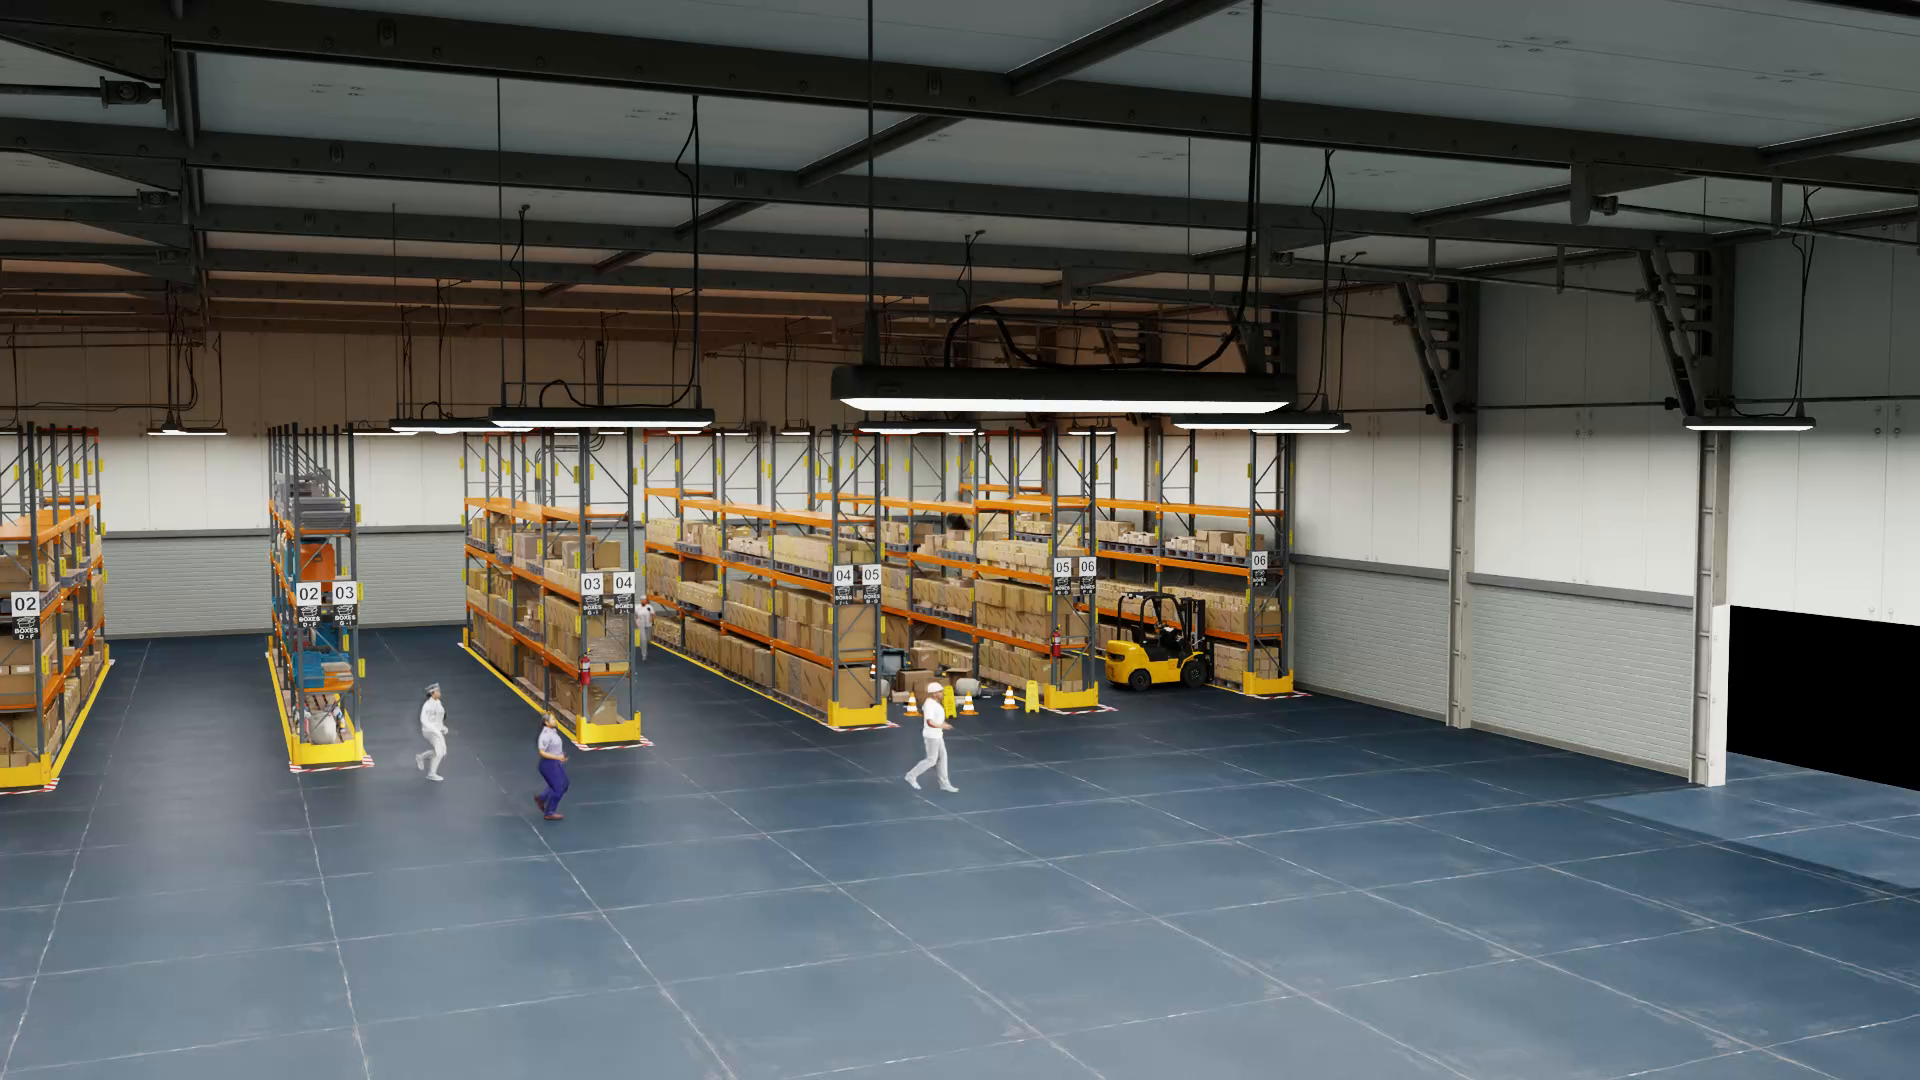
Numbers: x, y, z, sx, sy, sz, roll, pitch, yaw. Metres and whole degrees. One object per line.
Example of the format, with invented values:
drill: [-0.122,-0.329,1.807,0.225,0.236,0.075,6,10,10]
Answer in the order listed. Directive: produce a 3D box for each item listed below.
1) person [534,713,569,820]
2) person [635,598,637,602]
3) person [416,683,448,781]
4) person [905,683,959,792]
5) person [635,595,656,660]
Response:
person: [-6.146,3.395,24.998,0.559,1.596,0.603,0,3,-2]
person: [-9.853,2.001,48.741,0.591,1.531,0.665,-2,4,-28]
person: [-8.890,3.209,27.879,0.585,1.644,0.599,0,3,5]
person: [-0.453,3.191,26.904,0.866,1.781,0.724,0,4,6]
person: [-8.203,2.270,43.256,0.601,1.669,0.757,-1,4,-20]
